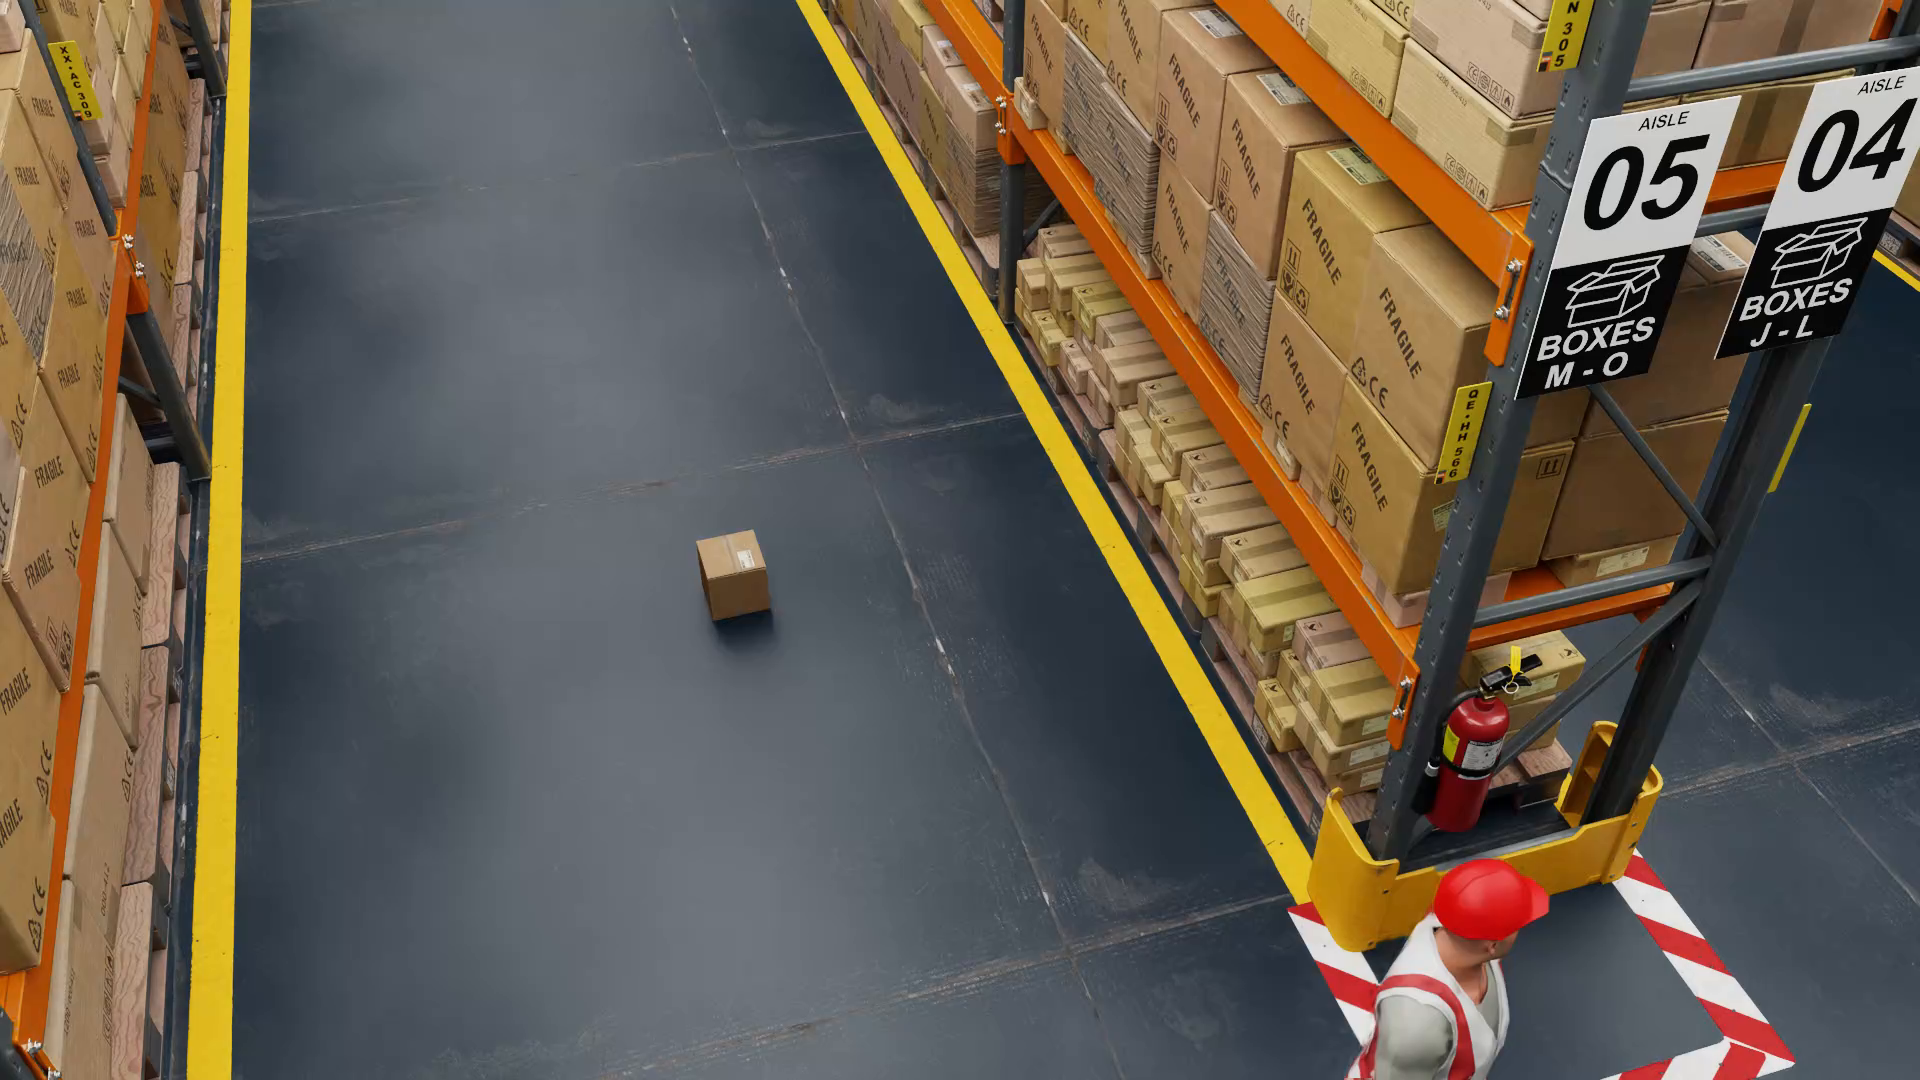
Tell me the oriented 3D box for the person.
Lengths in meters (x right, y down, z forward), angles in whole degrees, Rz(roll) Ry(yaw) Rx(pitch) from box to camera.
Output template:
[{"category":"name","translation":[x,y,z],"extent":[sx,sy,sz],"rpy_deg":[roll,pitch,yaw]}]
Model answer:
[{"category":"person","translation":[1.224,1.539,4.399],"extent":[0.438,1.777,0.658],"rpy_deg":[26,48,26]}]
